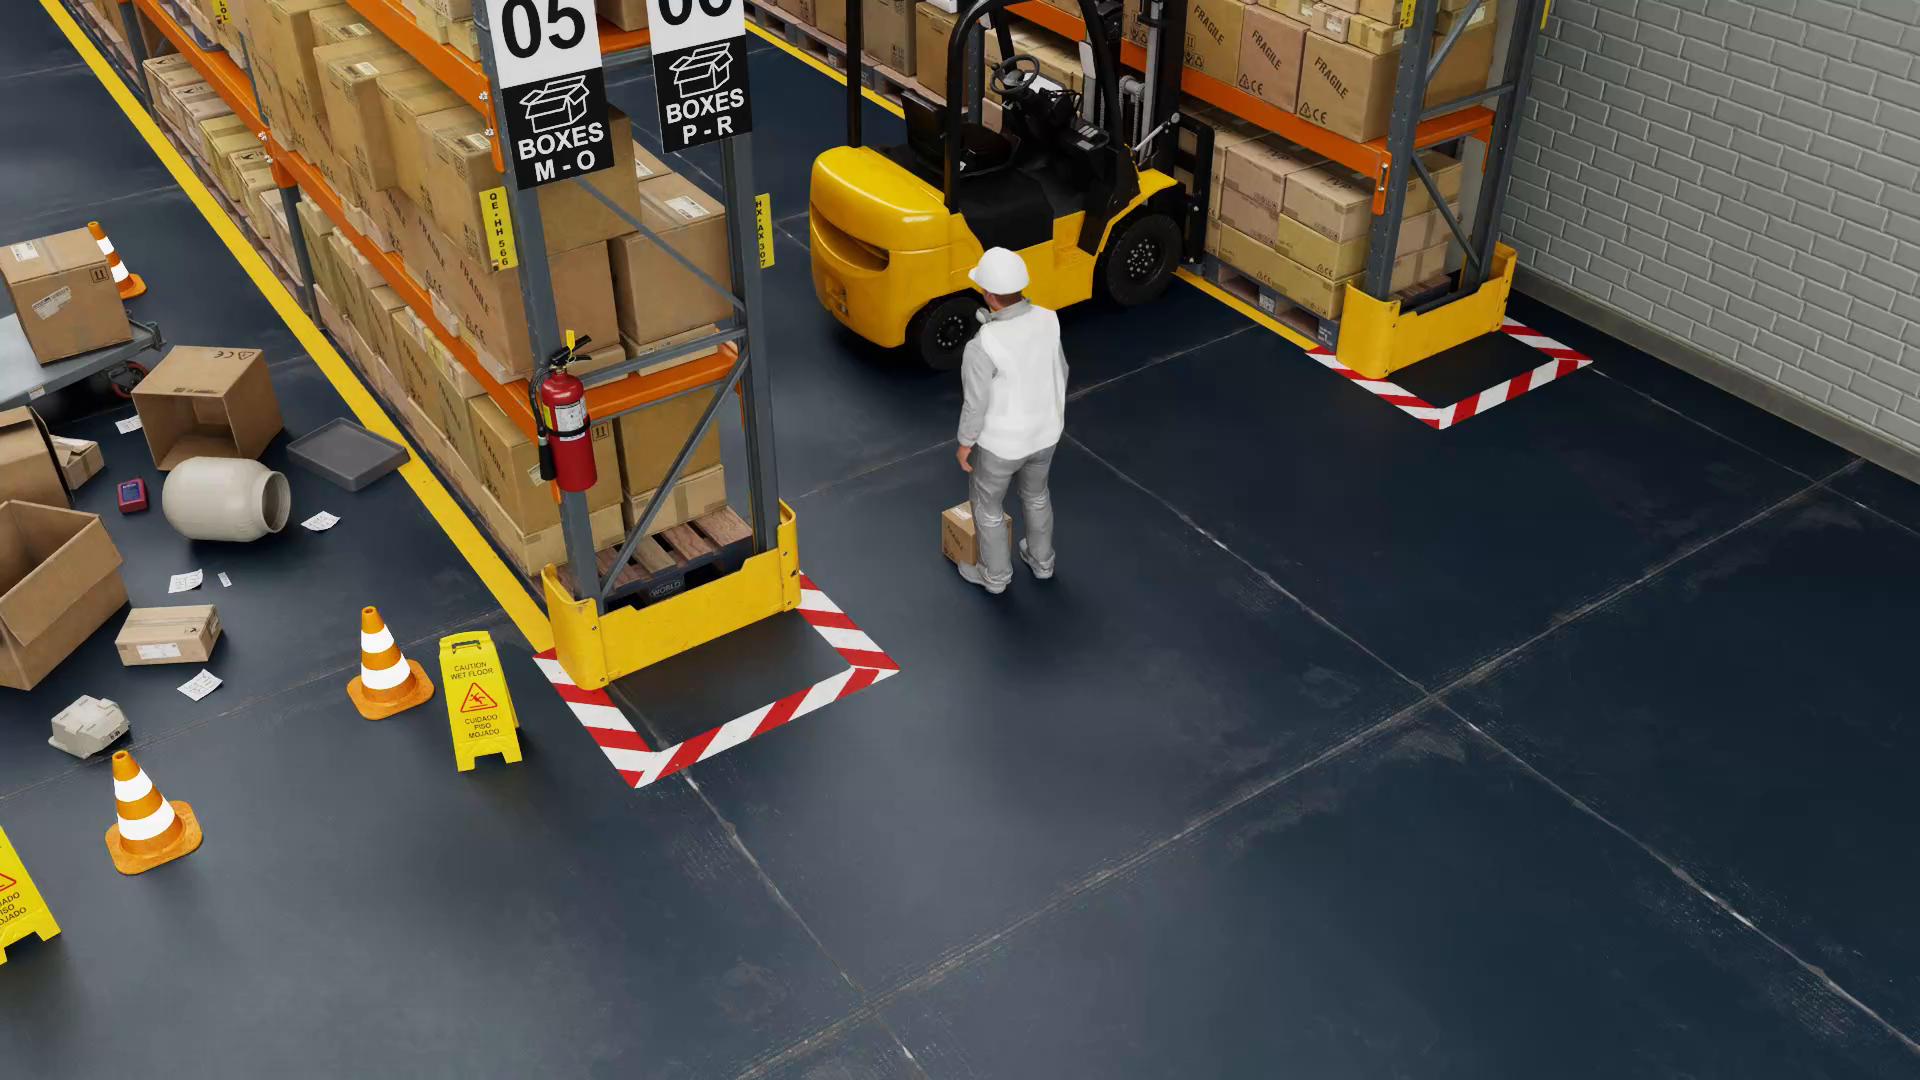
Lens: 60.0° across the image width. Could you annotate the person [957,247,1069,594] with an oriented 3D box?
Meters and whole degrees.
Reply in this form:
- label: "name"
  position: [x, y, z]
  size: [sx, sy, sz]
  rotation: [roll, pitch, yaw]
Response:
- label: "person"
  position: [0.234, -0.518, 7.690]
  size: [0.584, 1.771, 0.466]
  rotation: [-23, 42, -28]
